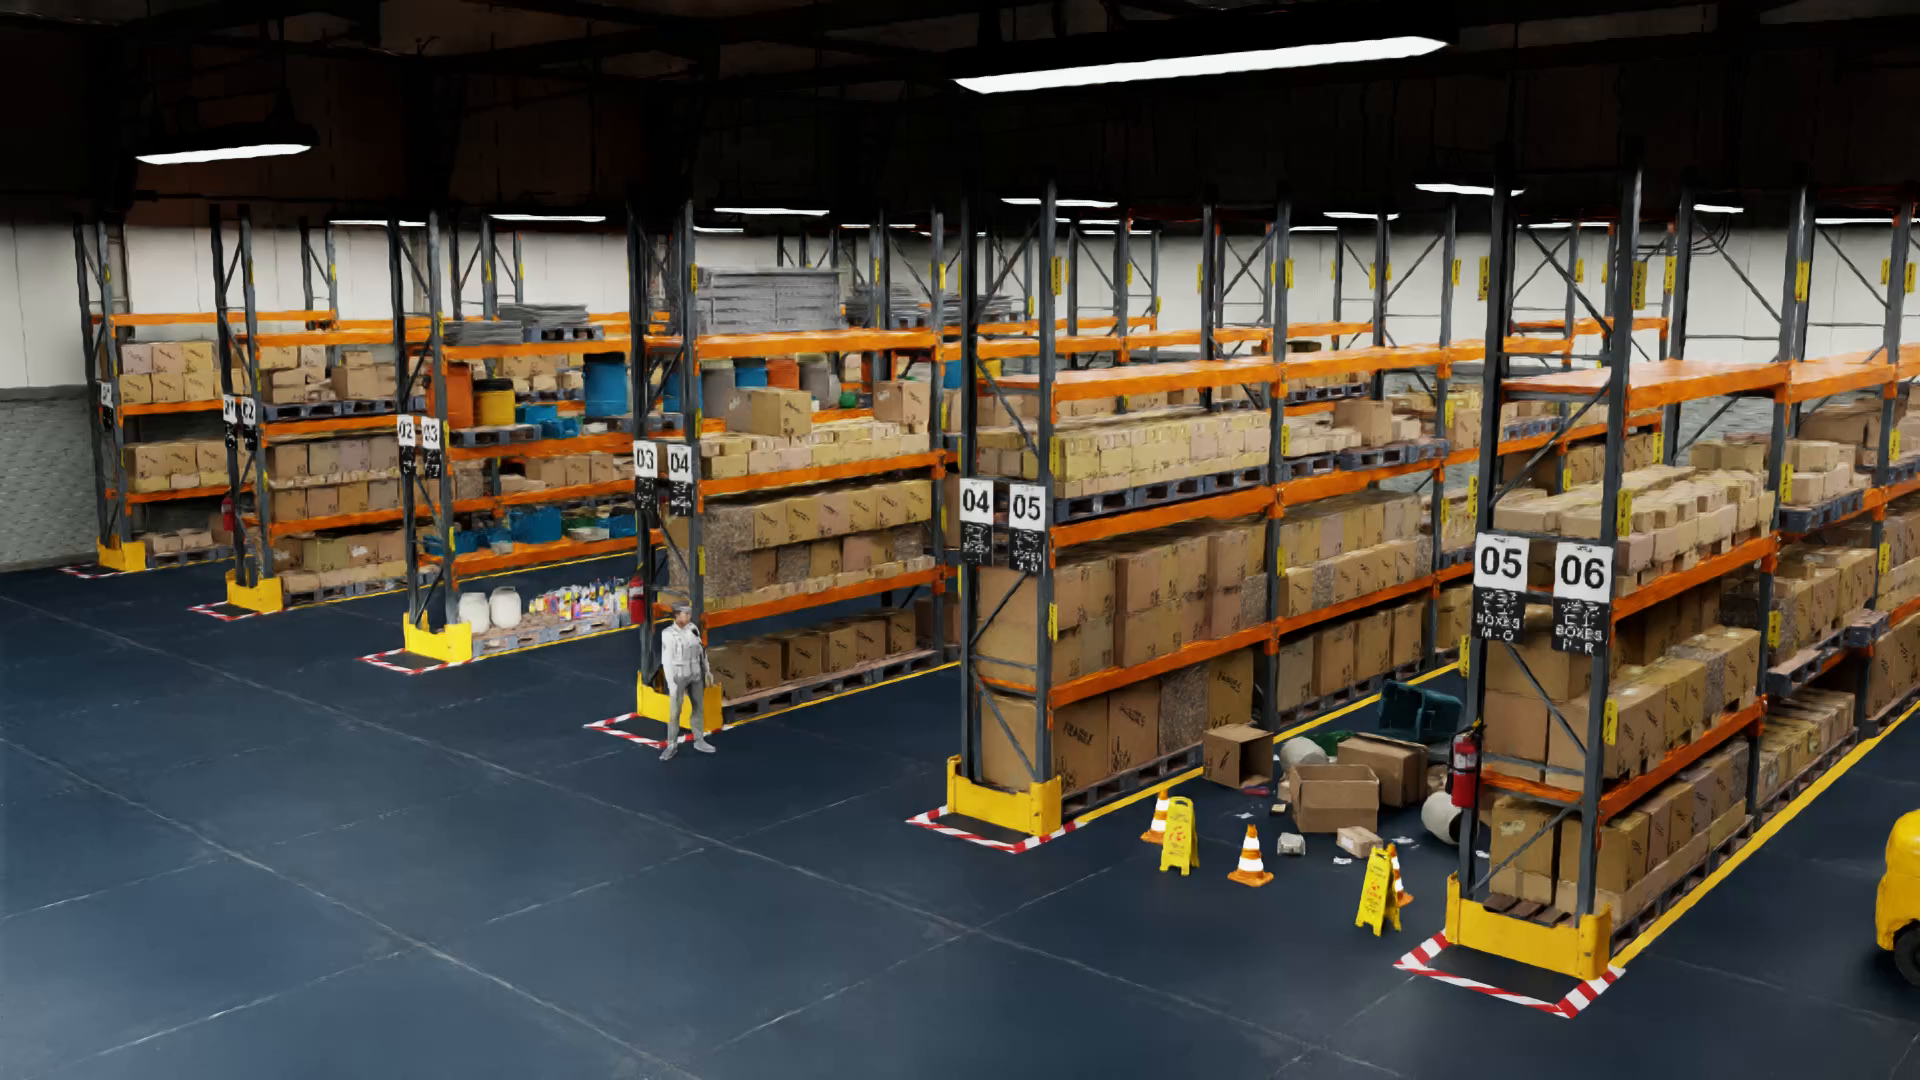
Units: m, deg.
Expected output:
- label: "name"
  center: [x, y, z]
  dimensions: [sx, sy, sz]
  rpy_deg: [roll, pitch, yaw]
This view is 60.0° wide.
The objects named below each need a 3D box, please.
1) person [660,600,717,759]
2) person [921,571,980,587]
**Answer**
- label: "person"
  center: [-2.876, 1.441, 17.471]
  dimensions: [0.633, 1.685, 0.367]
  rpy_deg: [-9, 13, -42]
- label: "person"
  center: [-0.119, -0.127, 25.072]
  dimensions: [1.037, 1.723, 0.553]
  rpy_deg: [-8, 12, -40]
